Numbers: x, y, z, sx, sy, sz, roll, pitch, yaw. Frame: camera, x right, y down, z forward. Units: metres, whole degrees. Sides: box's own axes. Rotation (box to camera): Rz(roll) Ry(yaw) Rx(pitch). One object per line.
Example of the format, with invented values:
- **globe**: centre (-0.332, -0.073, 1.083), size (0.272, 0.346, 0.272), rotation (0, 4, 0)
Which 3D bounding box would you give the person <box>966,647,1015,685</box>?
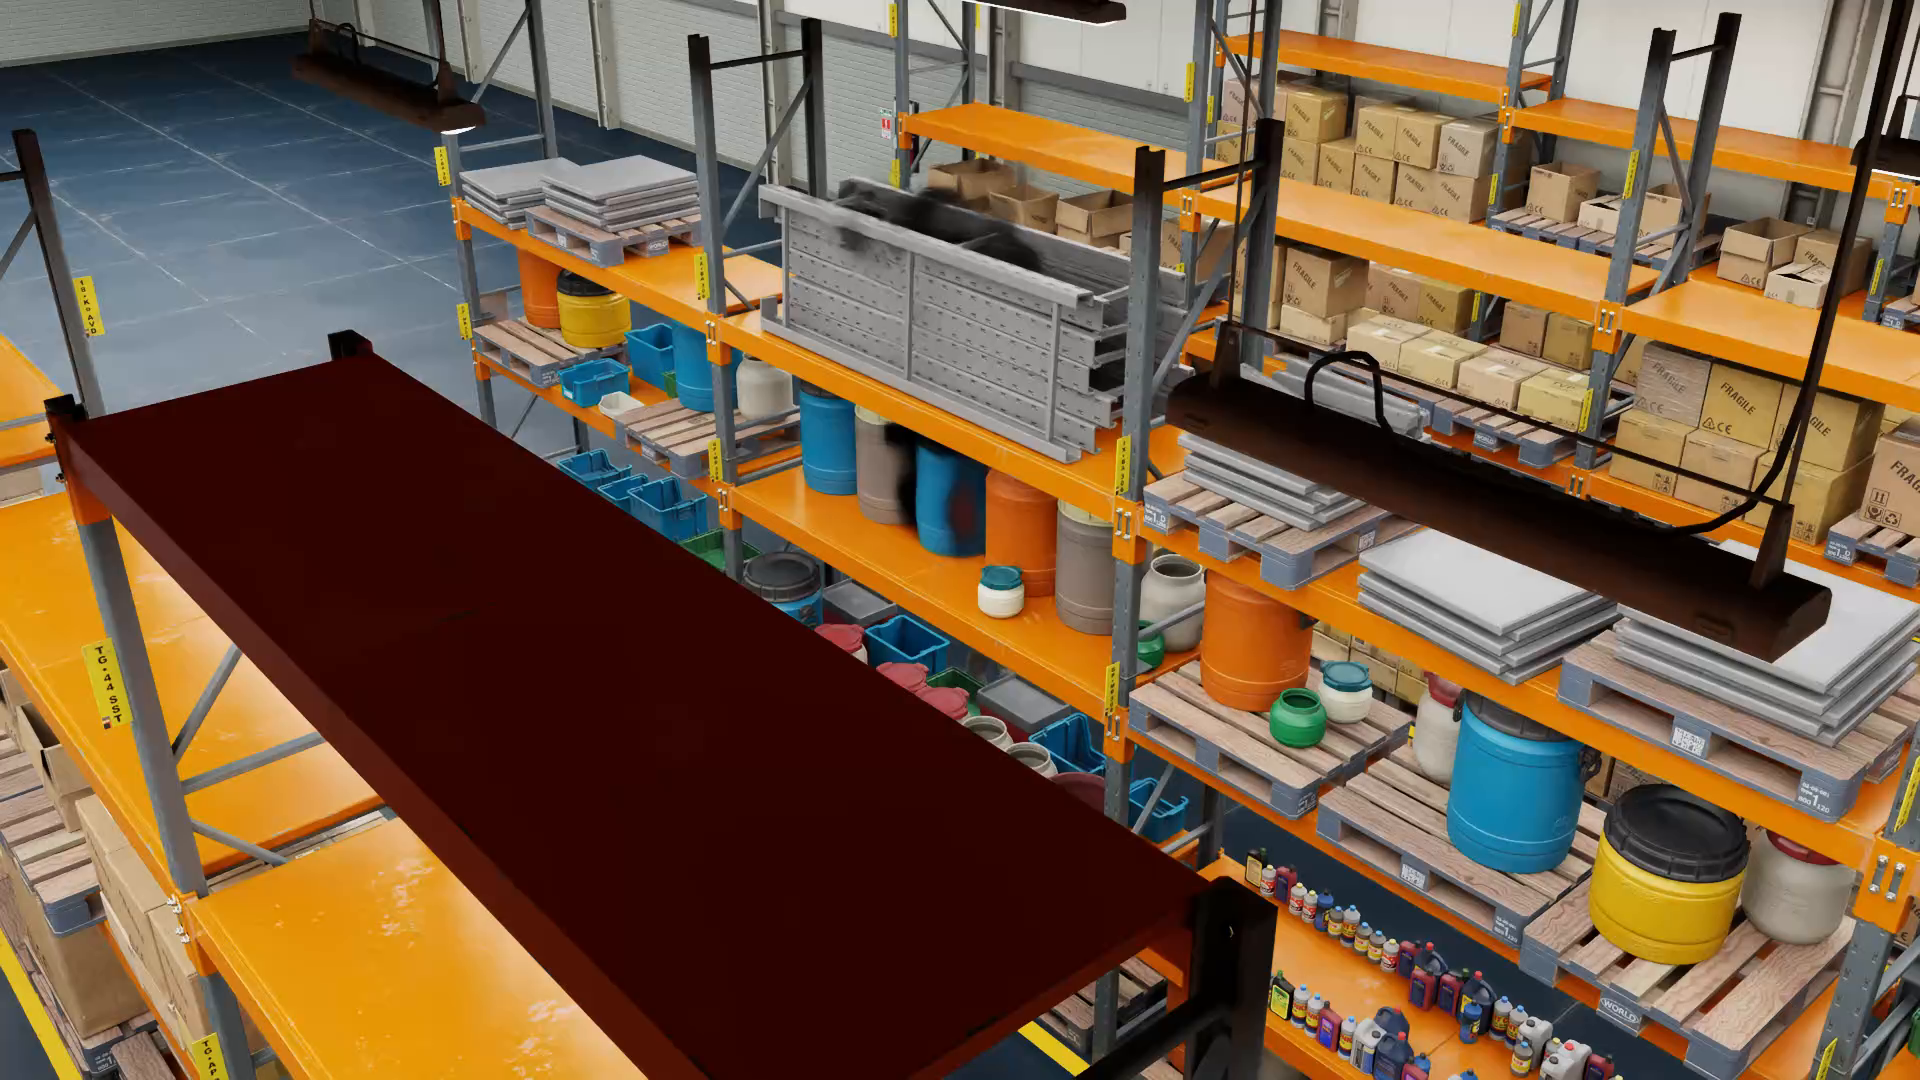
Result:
- **person**: centre (0.327, 0.817, 14.119), size (0.921, 1.667, 0.609), rotation (18, 32, 31)
